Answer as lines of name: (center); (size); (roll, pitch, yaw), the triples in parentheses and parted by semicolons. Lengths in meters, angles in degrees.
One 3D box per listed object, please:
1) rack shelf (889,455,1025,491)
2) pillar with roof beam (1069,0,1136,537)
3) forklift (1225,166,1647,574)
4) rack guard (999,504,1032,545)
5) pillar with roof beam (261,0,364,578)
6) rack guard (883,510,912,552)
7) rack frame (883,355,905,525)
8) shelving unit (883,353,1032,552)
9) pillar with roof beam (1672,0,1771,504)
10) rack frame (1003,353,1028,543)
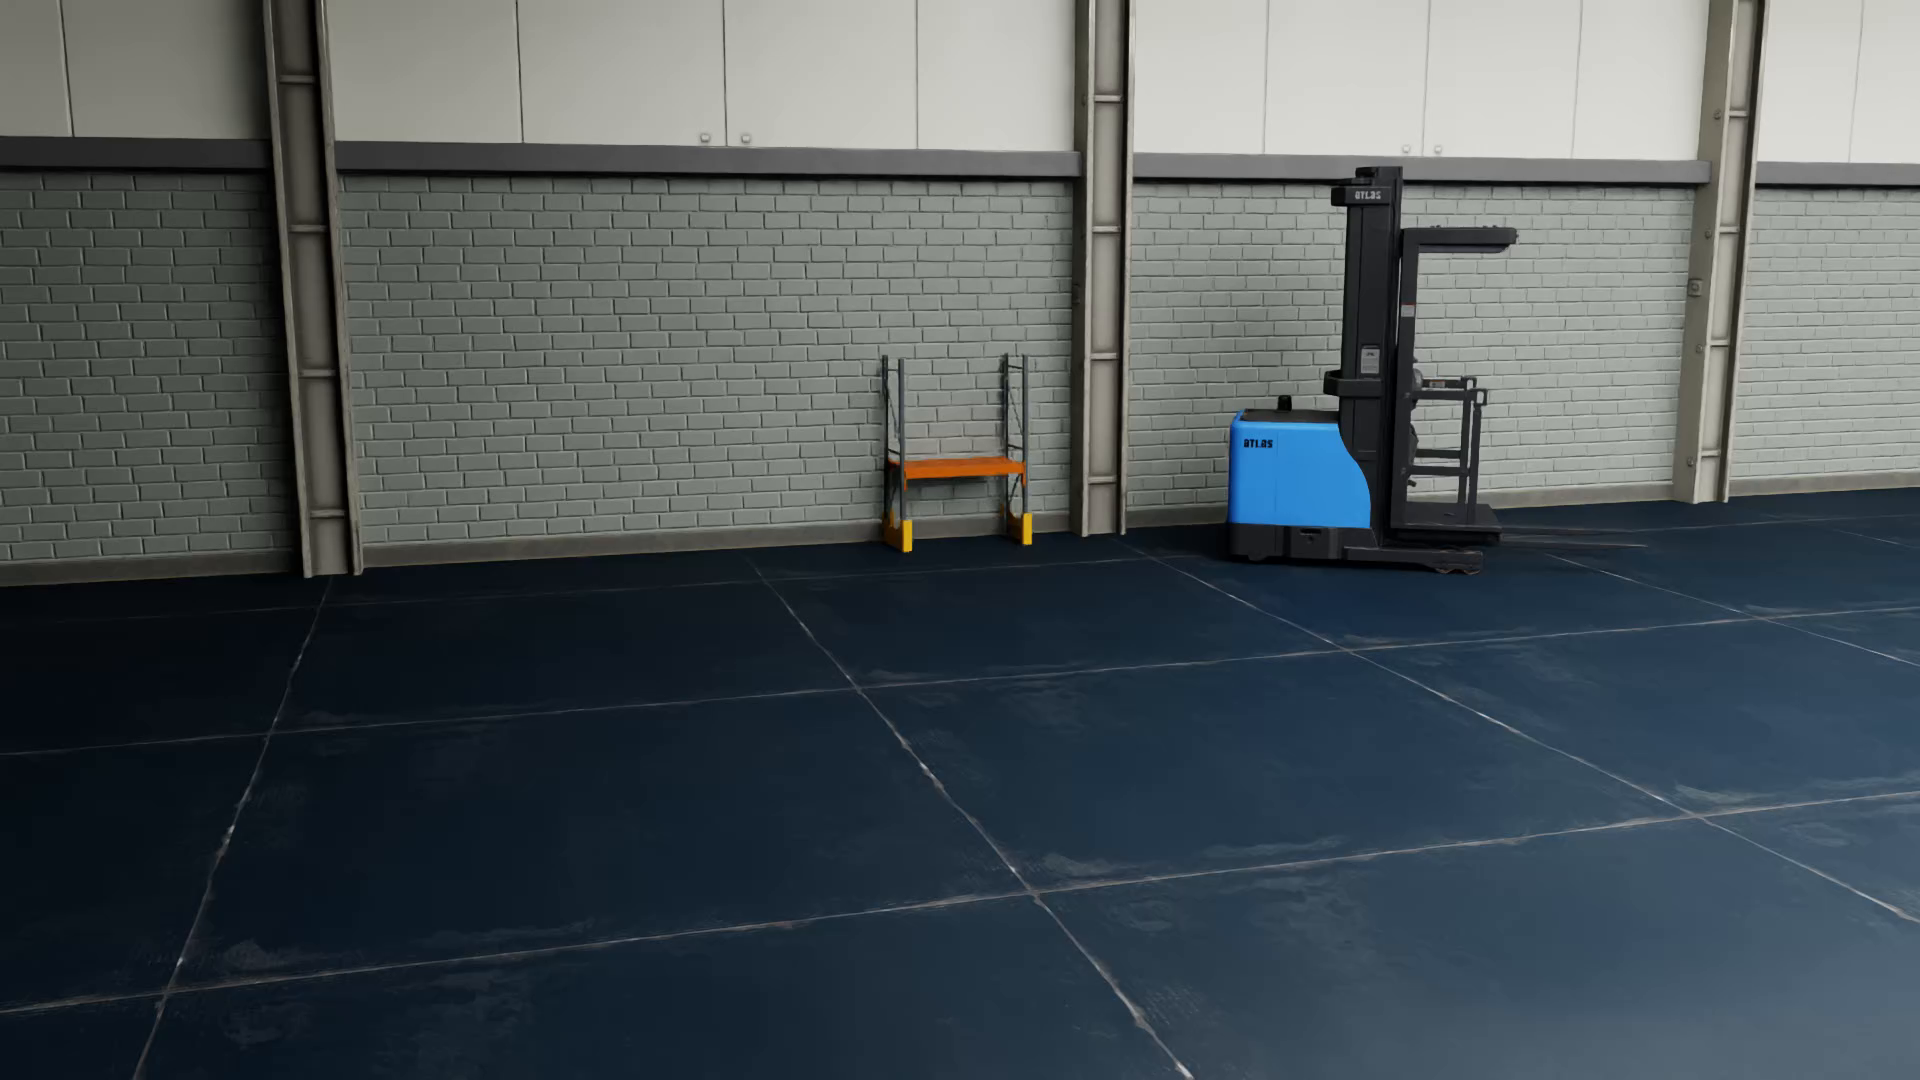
rack shelf: (-0.036, -0.540, 13.290); (1.000, 0.185, 0.538); (-3, 10, -18)
pillar with roof beam: (2.353, -3.742, 9.017); (0.400, 9.000, 9.100); (-3, 11, -16)
forklift: (3.585, -1.295, 12.487); (3.031, 2.935, 1.130); (2, 11, 12)
rack guard: (0.449, -0.129, 13.517); (0.087, 0.250, 0.587); (-3, 10, -18)
pillar with roof beam: (-3.408, -3.438, 7.368); (0.400, 9.000, 9.100); (-3, 11, -16)
rack guard: (-0.498, -0.074, 13.213); (0.087, 0.250, 0.587); (-3, 10, -18)
rack frame: (-0.520, -0.690, 13.106); (0.032, 1.500, 0.500); (-3, 10, -18)
shelving unit: (-0.028, -0.718, 13.264); (1.083, 1.500, 0.587); (-3, 10, -18)
pillar with roof beam: (8.114, -4.045, 10.667); (0.400, 9.000, 9.100); (-3, 11, -16)
rack frame: (0.447, -0.746, 13.416); (0.032, 1.500, 0.500); (-3, 10, -18)
